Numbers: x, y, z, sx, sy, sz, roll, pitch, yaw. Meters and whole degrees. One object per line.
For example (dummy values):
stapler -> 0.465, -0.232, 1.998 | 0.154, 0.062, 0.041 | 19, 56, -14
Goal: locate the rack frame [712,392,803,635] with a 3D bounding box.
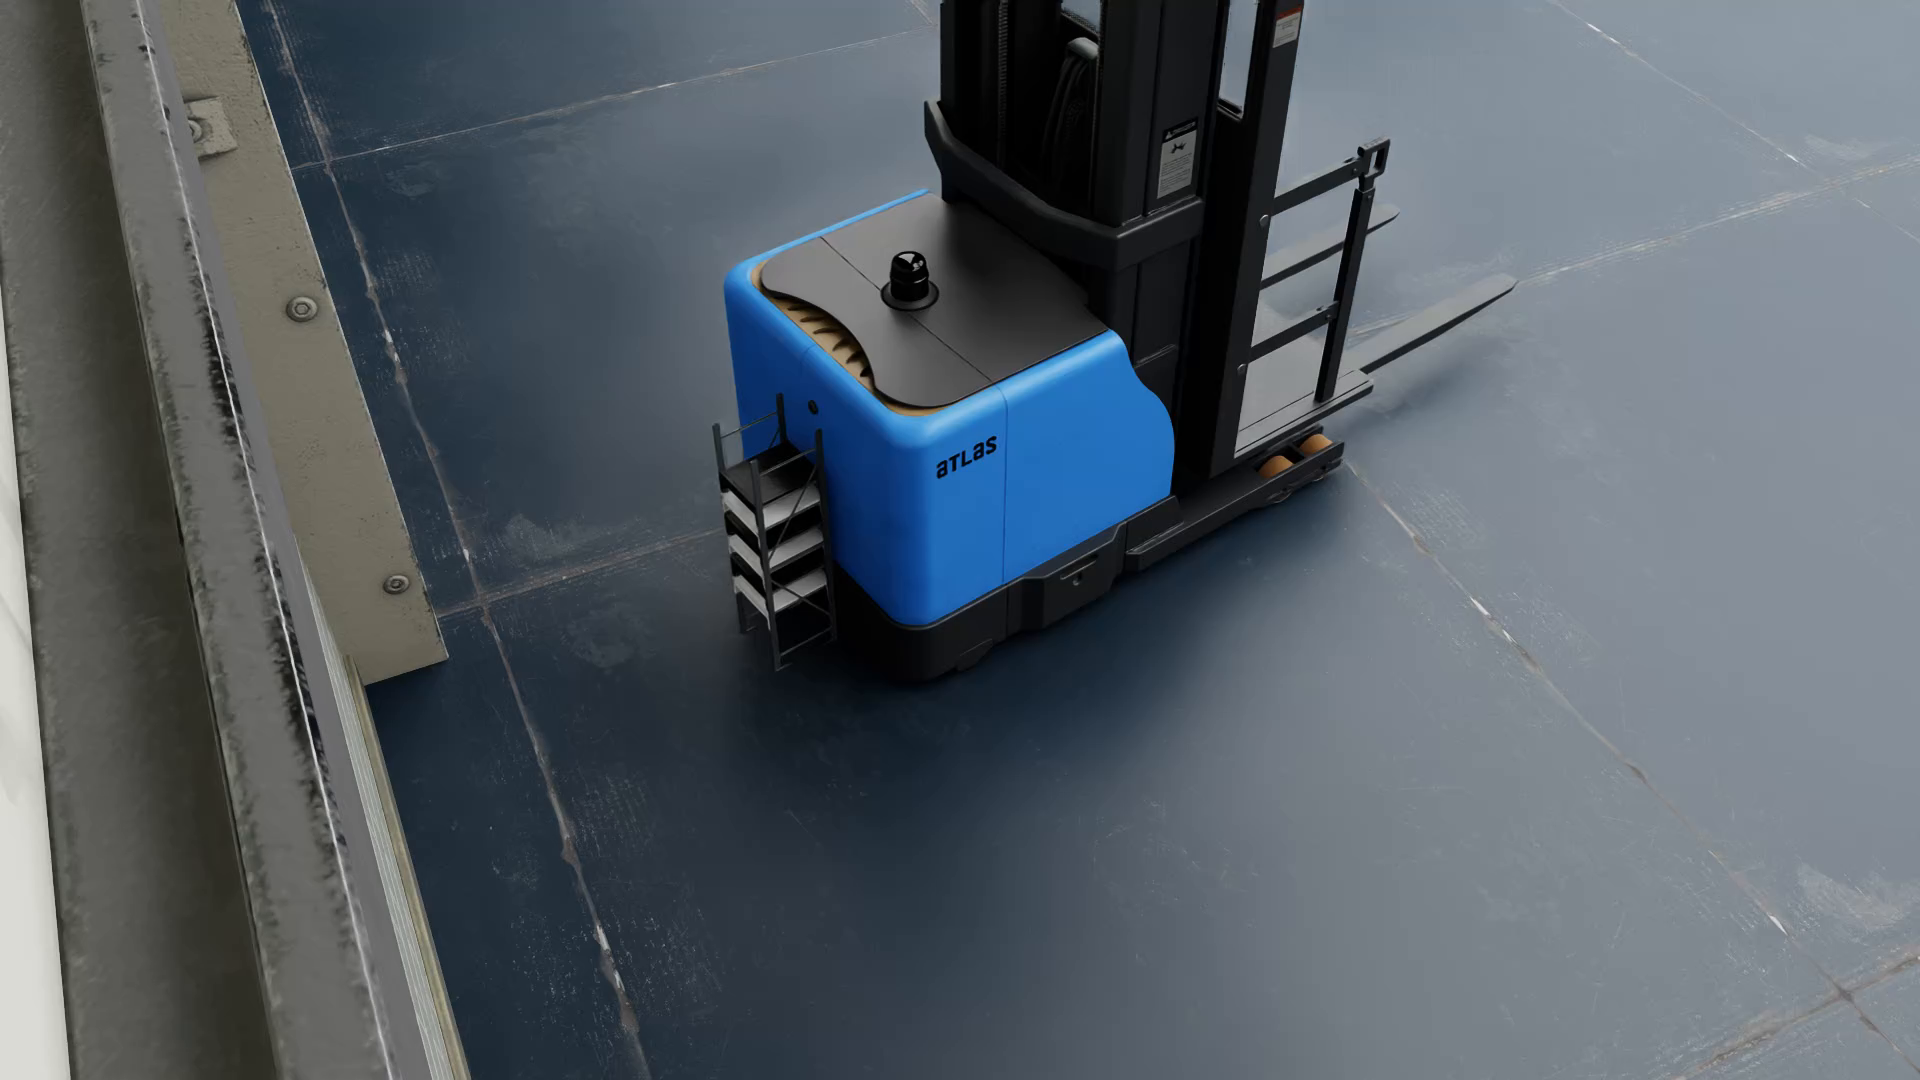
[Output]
rack frame -> -0.620, -0.063, 5.173 | 0.240, 0.900, 0.006 | -28, 51, -26

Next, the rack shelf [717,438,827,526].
rack shelf -> -0.558, -0.175, 4.949 | 0.258, 0.077, 0.200 | -28, 51, -26

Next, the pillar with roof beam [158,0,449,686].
pillar with roof beam -> 2.035, -4.173, 3.573 | 9.100, 9.000, 0.400 | -18, 47, -17

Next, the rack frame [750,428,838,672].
rack frame -> -0.496, 0.050, 5.058 | 0.240, 0.900, 0.006 | -28, 51, -26

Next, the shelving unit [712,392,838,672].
shelving unit -> -0.558, -0.006, 5.116 | 0.258, 0.900, 0.210 | -28, 51, -26

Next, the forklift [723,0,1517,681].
forklift -> 0.749, -1.447, 5.130 | 3.031, 2.935, 1.130 | -27, 51, -25

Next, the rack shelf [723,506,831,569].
rack shelf -> -0.558, -0.047, 5.076 | 0.258, 0.077, 0.200 | -28, 51, -26

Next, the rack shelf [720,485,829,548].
rack shelf -> -0.558, -0.111, 5.013 | 0.258, 0.077, 0.200 | -28, 51, -26

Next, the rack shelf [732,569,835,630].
rack shelf -> -0.558, 0.146, 5.266 | 0.258, 0.077, 0.200 | -28, 51, -26

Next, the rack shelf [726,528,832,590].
rack shelf -> -0.558, 0.017, 5.139 | 0.258, 0.077, 0.200 | -28, 51, -26

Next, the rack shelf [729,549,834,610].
rack shelf -> -0.558, 0.082, 5.202 | 0.258, 0.077, 0.200 | -28, 51, -26
